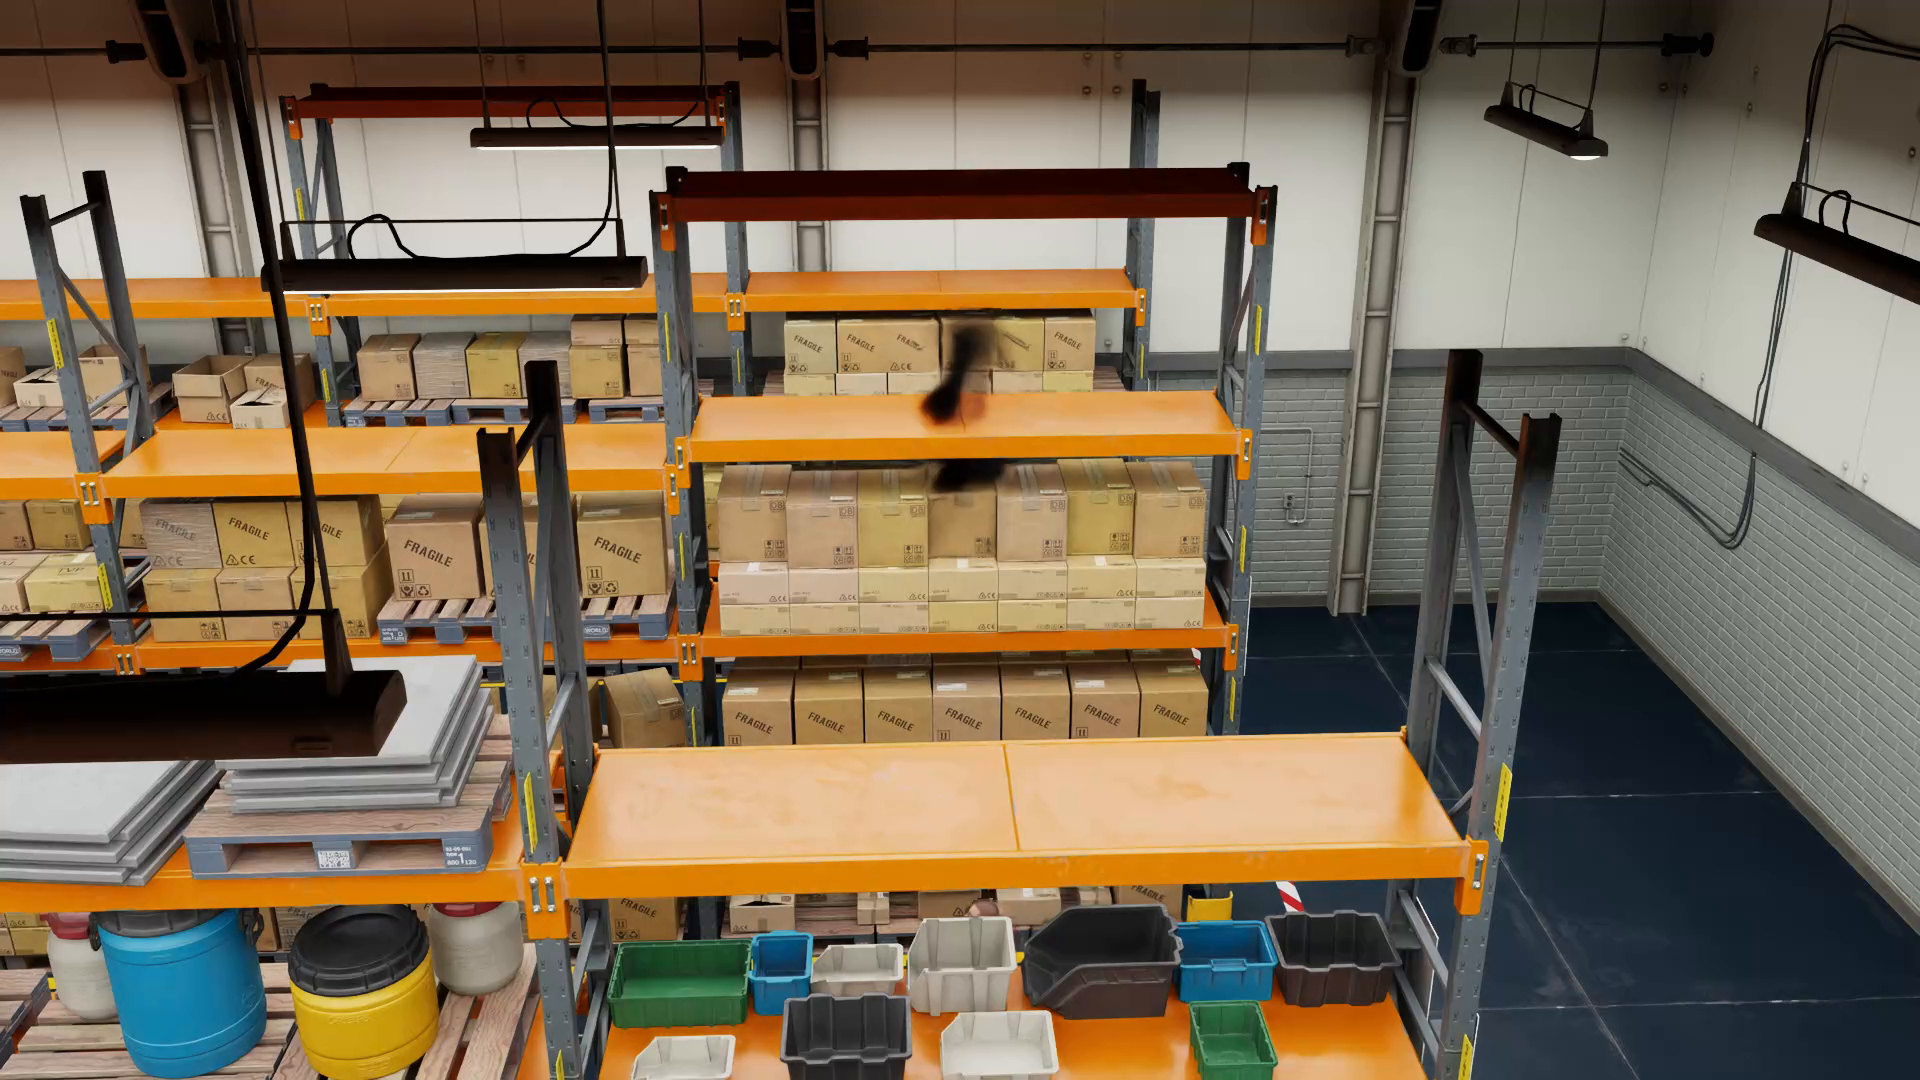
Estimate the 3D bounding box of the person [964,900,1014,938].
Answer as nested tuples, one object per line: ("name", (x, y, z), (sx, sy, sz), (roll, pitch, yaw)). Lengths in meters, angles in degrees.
("person", (0.073, 3.138, 11.158), (0.653, 1.697, 0.637), (-3, 22, -7))
